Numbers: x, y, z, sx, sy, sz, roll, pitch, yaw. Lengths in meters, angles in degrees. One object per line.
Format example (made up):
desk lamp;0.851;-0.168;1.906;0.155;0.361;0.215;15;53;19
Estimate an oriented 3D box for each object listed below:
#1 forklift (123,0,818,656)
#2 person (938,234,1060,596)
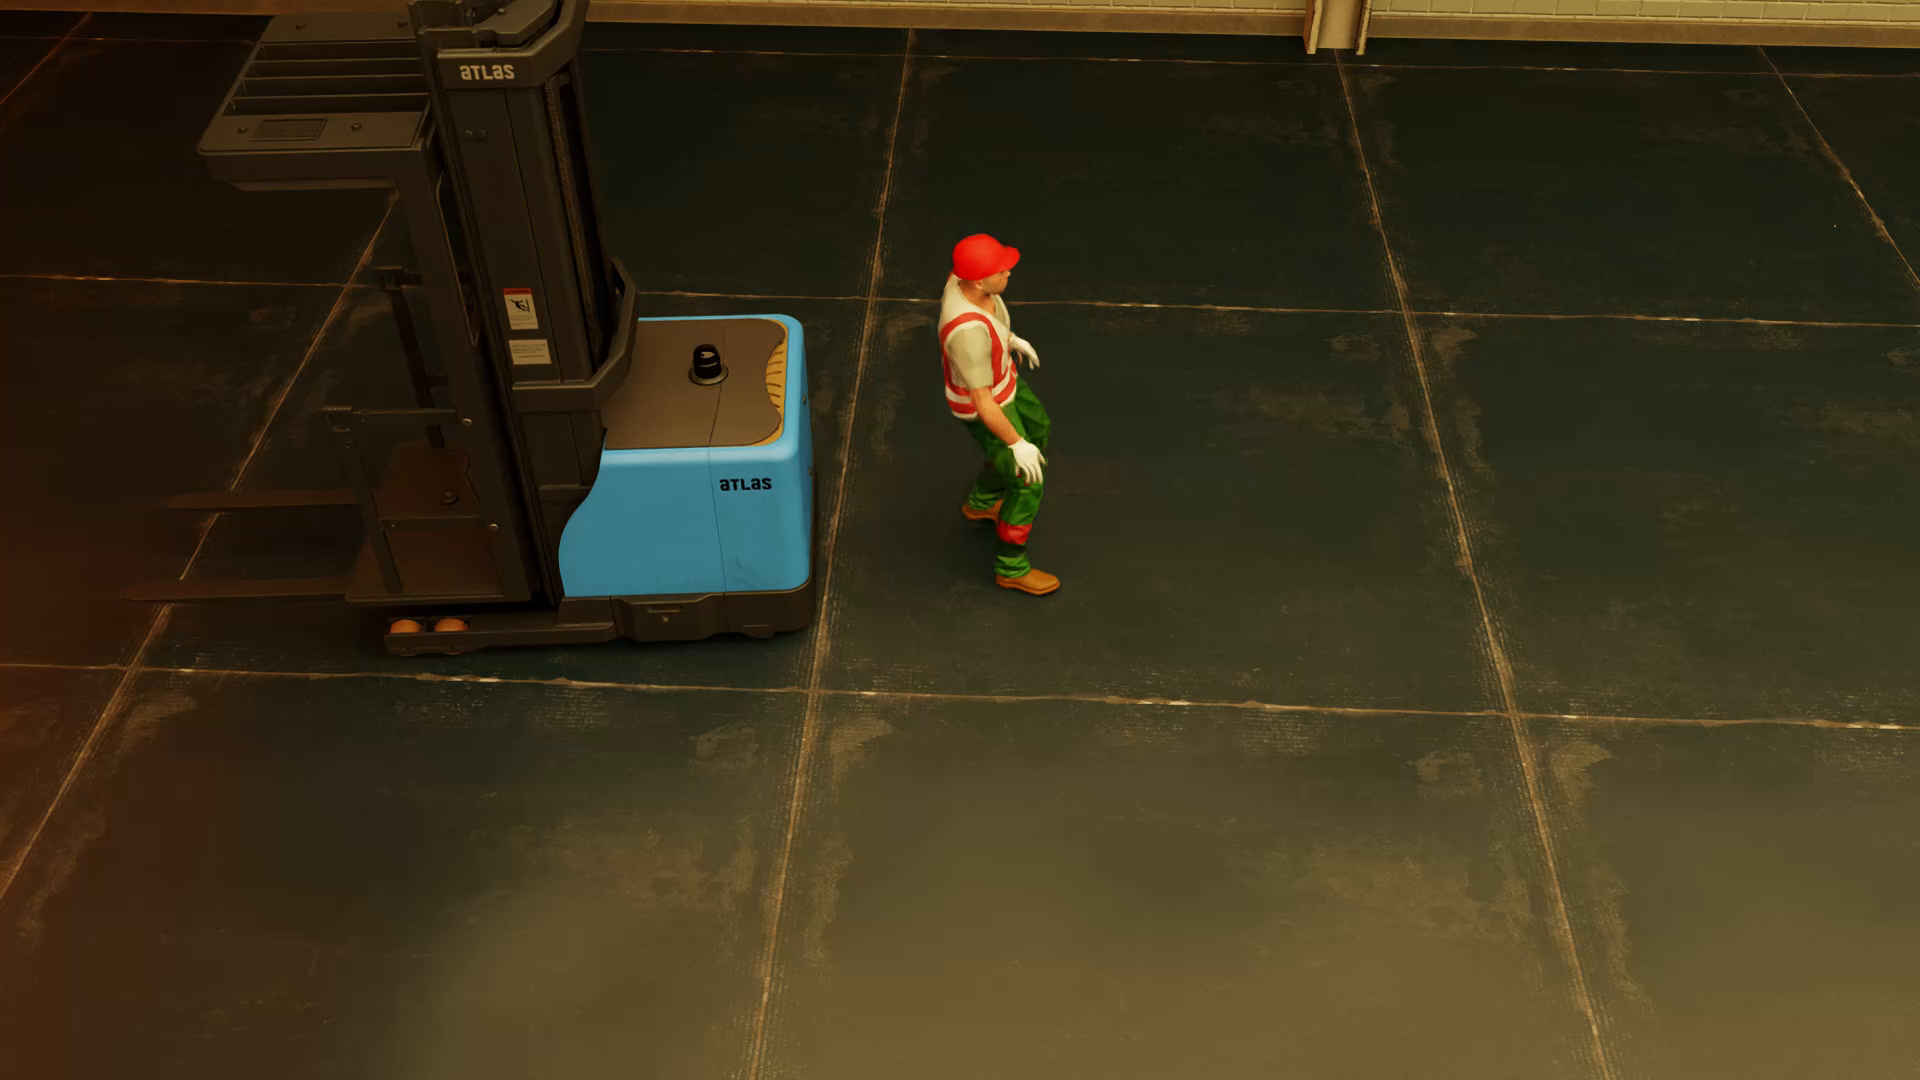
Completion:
forklift;-2.182;-0.936;6.768;3.031;2.935;1.130;-2;42;-2
person;0.194;-0.603;7.323;0.570;1.698;0.810;3;42;3
